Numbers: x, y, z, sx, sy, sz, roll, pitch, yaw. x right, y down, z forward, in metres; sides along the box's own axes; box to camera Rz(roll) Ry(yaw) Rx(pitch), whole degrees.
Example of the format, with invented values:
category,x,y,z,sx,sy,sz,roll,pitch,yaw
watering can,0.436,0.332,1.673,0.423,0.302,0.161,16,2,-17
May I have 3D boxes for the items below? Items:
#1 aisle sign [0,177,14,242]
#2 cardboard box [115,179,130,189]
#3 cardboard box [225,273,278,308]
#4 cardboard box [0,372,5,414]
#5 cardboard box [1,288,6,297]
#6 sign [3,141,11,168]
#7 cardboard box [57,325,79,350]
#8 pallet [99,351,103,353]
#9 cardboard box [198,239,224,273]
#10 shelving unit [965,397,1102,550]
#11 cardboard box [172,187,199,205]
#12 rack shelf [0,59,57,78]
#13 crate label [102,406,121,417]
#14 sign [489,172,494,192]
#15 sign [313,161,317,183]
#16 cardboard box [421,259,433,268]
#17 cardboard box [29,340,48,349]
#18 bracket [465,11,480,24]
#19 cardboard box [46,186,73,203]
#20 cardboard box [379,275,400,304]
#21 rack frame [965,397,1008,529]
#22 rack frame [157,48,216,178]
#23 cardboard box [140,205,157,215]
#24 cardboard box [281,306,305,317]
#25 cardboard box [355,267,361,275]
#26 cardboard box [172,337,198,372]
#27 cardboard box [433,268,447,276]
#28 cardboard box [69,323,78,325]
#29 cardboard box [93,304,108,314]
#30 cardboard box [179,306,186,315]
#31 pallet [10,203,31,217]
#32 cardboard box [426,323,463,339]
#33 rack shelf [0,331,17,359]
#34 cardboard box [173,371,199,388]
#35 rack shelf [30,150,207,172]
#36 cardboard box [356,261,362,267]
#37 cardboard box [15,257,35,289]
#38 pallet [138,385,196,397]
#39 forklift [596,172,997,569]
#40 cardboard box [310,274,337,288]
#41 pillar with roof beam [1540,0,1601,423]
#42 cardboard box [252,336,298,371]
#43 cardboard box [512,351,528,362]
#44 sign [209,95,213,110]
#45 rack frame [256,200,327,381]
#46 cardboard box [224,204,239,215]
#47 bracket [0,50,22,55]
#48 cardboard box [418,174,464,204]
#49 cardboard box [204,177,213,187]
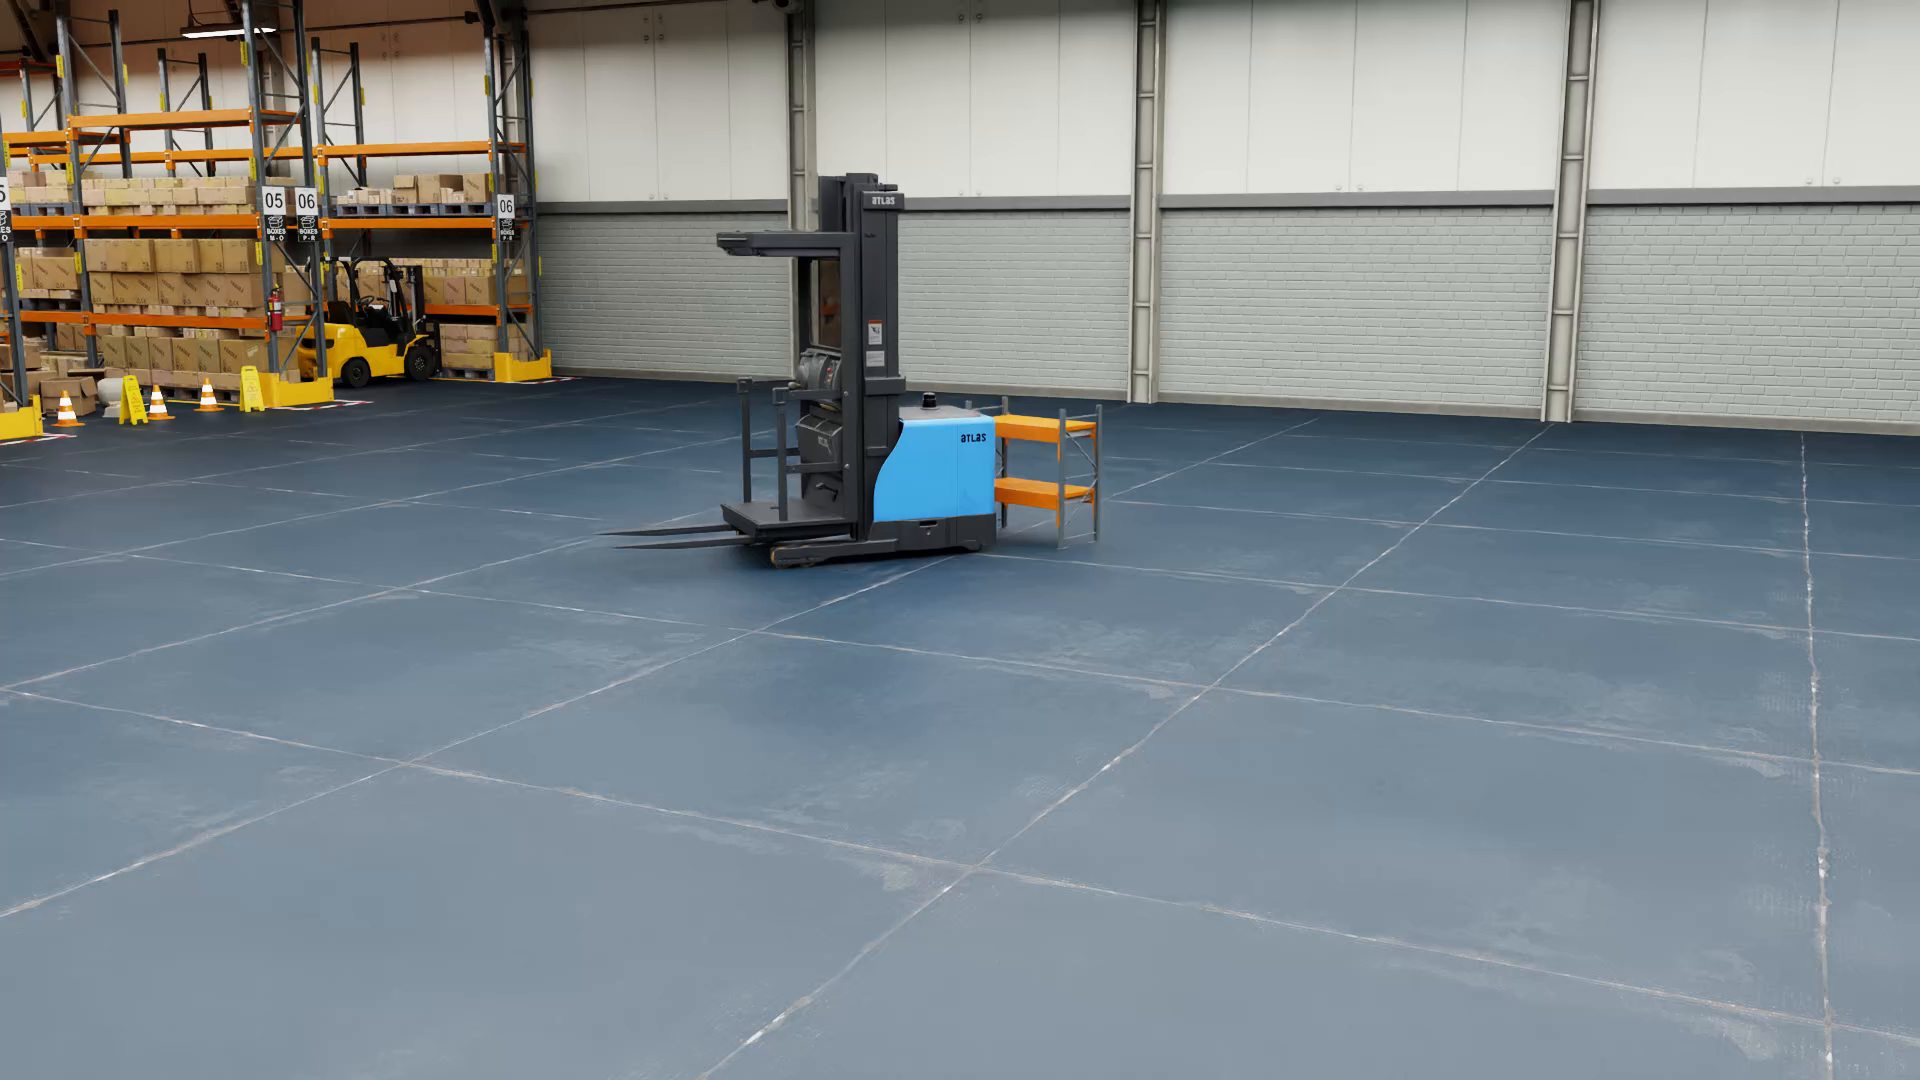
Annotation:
category,x,y,z,sx,sy,sz,roll,pitch,yaw
aisle sign,-11.848,-4.056,20.421,0.004,0.787,0.394,5,11,26
cardboard box,-12.691,-5.453,25.483,0.250,0.149,0.380,5,11,25
cardboard box,-10.553,-3.728,24.788,0.500,0.500,0.500,5,11,25
cardboard box,-12.681,-1.939,20.807,0.875,0.875,0.875,5,11,26
cardboard box,-15.482,-4.056,27.246,0.250,0.149,0.380,5,12,28
sign,-11.793,-4.768,20.553,0.005,0.325,0.100,5,11,26
cardboard box,-18.179,-4.175,34.213,0.500,0.500,0.500,6,12,28
pallet,-16.669,-3.746,33.834,1.213,0.211,1.003,5,11,26
cardboard box,-10.950,-4.267,24.963,0.500,0.500,0.700,5,11,26
shelving unit,0.595,-0.569,13.718,1.048,1.125,0.538,9,14,42
cardboard box,-11.440,-5.159,24.977,0.500,0.250,0.500,5,12,27
rack shelf,-20.306,-9.663,34.541,4.000,0.370,1.077,5,11,26
crate label,-11.820,-1.801,23.294,0.298,0.136,0.250,-1,10,-4
sign,-8.004,-6.114,28.400,0.005,0.325,0.100,5,11,26
sign,-9.704,-5.526,24.964,0.005,0.325,0.100,5,11,26
cardboard box,-9.355,-4.920,29.556,0.250,0.149,0.380,5,12,27
cardboard box,-19.142,-4.073,34.637,0.250,0.149,0.380,5,11,24
bracket,-8.506,-9.224,29.323,0.430,0.232,0.235,5,11,26
cardboard box,-14.119,-5.480,26.407,0.500,0.250,0.500,5,11,25
cardboard box,-10.127,-4.536,30.090,0.500,0.500,0.500,5,11,25
rack frame,0.224,-0.631,14.060,0.032,1.125,0.500,9,14,42
rack frame,-14.926,-7.909,32.161,0.127,3.000,1.000,5,11,26
cardboard box,-12.243,-5.022,25.336,0.250,0.149,0.380,5,11,25
cardboard box,-10.157,-3.470,25.183,0.250,0.149,0.380,5,11,26
cardboard box,-10.936,-4.923,30.405,0.250,0.149,0.380,5,12,27
cardboard box,-11.697,-2.859,25.540,0.500,0.500,0.500,5,11,24
cardboard box,-9.112,-4.758,29.494,0.250,0.149,0.380,5,11,24
cardboard box,-18.026,-4.488,34.121,0.250,0.149,0.380,5,11,24
cardboard box,-13.391,-3.649,26.174,0.250,0.149,0.380,5,11,26
cardboard box,-11.737,-3.529,25.509,0.250,0.149,0.380,5,11,26
pallet,-14.969,-5.379,27.133,1.003,0.211,1.213,5,11,26
cardboard box,-9.220,-3.736,29.684,0.500,0.250,0.500,5,11,27
rack shelf,-13.838,-2.538,21.353,4.000,0.370,1.077,5,11,26
cardboard box,-11.721,-2.490,25.608,0.500,0.250,0.500,5,11,24
rack shelf,-16.719,-7.516,33.131,4.000,0.370,1.077,5,11,26
cardboard box,-10.902,-5.080,30.441,0.250,0.149,0.380,5,11,27
cardboard box,-14.953,-4.331,26.942,0.500,0.500,0.500,5,12,28
pallet,-12.914,-2.429,26.559,1.213,0.211,1.003,5,11,26
forklift,-1.275,-1.330,12.847,3.031,2.935,1.130,-4,11,-23
cardboard box,-11.892,-4.812,30.911,0.500,0.250,0.500,5,11,25
pillar with roof beam,6.260,-5.371,18.140,0.400,9.000,9.100,5,11,26
cardboard box,-10.567,-2.865,25.576,0.500,0.500,0.500,5,11,24
cardboard box,-8.105,-3.250,29.806,0.500,0.250,0.500,5,11,26
sign,-14.683,-8.535,32.555,0.005,0.325,0.100,5,11,26
rack frame,-9.944,-3.533,24.830,0.127,3.000,1.000,5,11,26
cardboard box,-10.626,-4.884,24.573,0.250,0.149,0.380,5,11,26
bracket,-21.578,-10.373,35.670,4.783,0.066,0.076,5,11,26
cardboard box,-9.131,-6.200,29.402,0.500,0.500,0.700,5,11,26
cardboard box,-11.034,-5.329,24.798,0.250,0.149,0.380,5,11,26
